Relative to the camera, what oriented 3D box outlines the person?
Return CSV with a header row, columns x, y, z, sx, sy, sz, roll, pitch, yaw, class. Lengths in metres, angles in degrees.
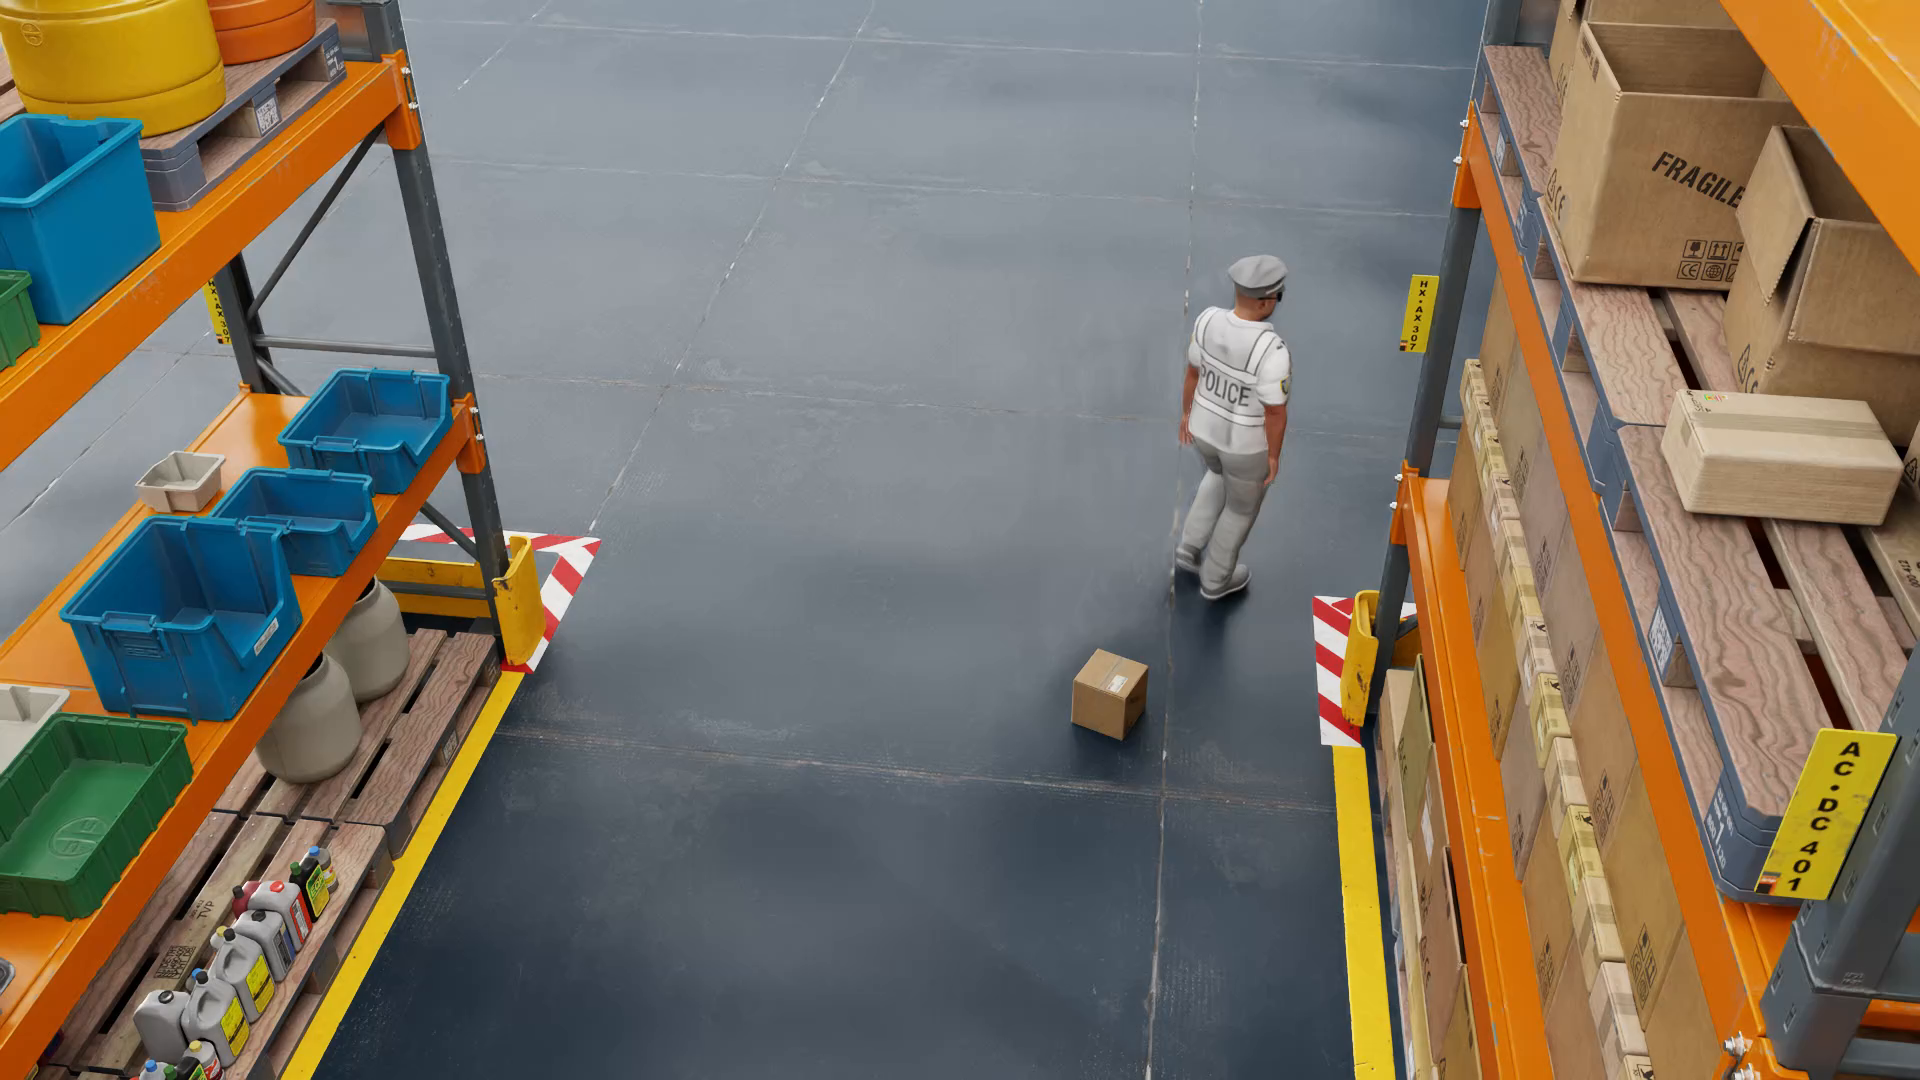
x,y,z,sx,sy,sz,roll,pitch,yaw,class
1.297,-0.494,7.702,0.452,1.785,0.575,-26,43,-31,person
